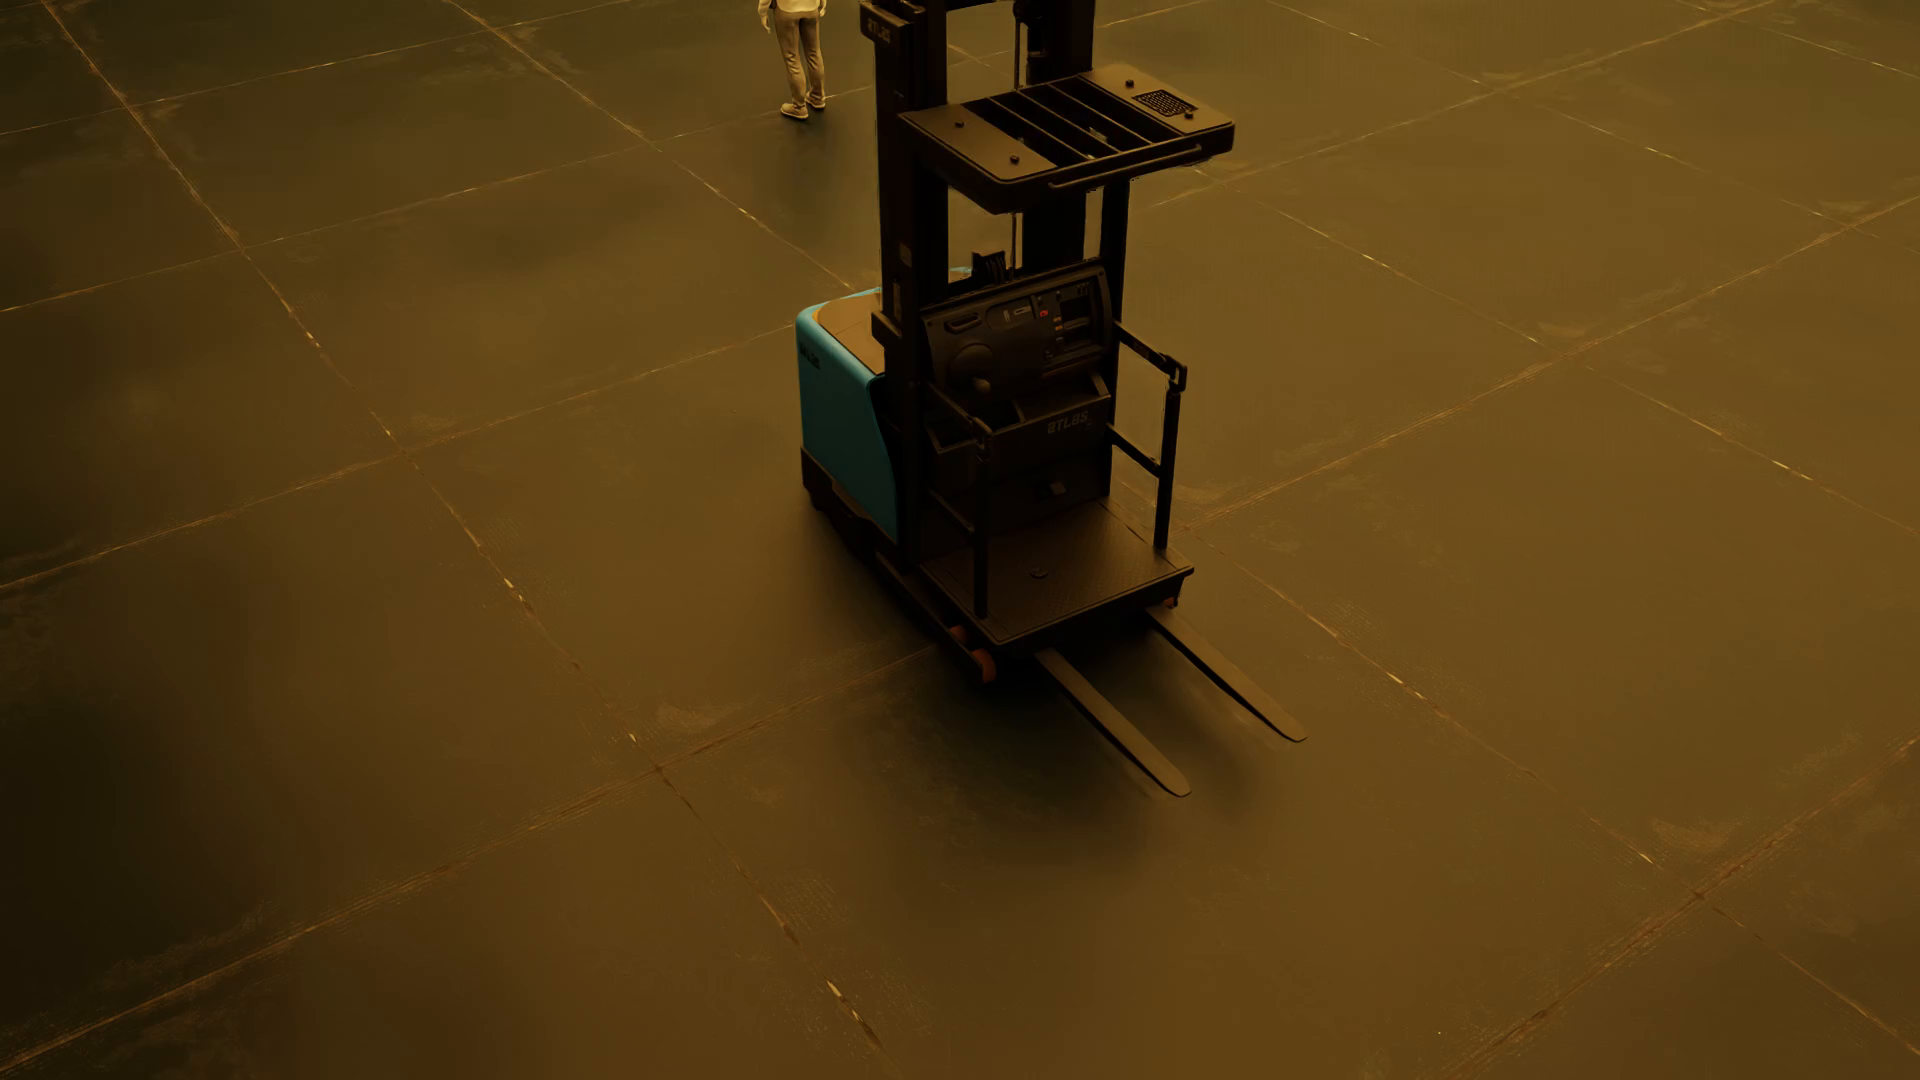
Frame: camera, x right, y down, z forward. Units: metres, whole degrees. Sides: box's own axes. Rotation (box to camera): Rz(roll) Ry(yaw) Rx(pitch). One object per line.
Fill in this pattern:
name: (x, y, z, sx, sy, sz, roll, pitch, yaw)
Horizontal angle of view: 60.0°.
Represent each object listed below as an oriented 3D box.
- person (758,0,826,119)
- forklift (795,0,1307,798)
person: (-1.249, -3.963, 12.332, 0.585, 1.695, 0.533, -21, 41, -26)
forklift: (0.374, -0.842, 7.083, 1.130, 2.935, 3.031, -20, 41, -25)
